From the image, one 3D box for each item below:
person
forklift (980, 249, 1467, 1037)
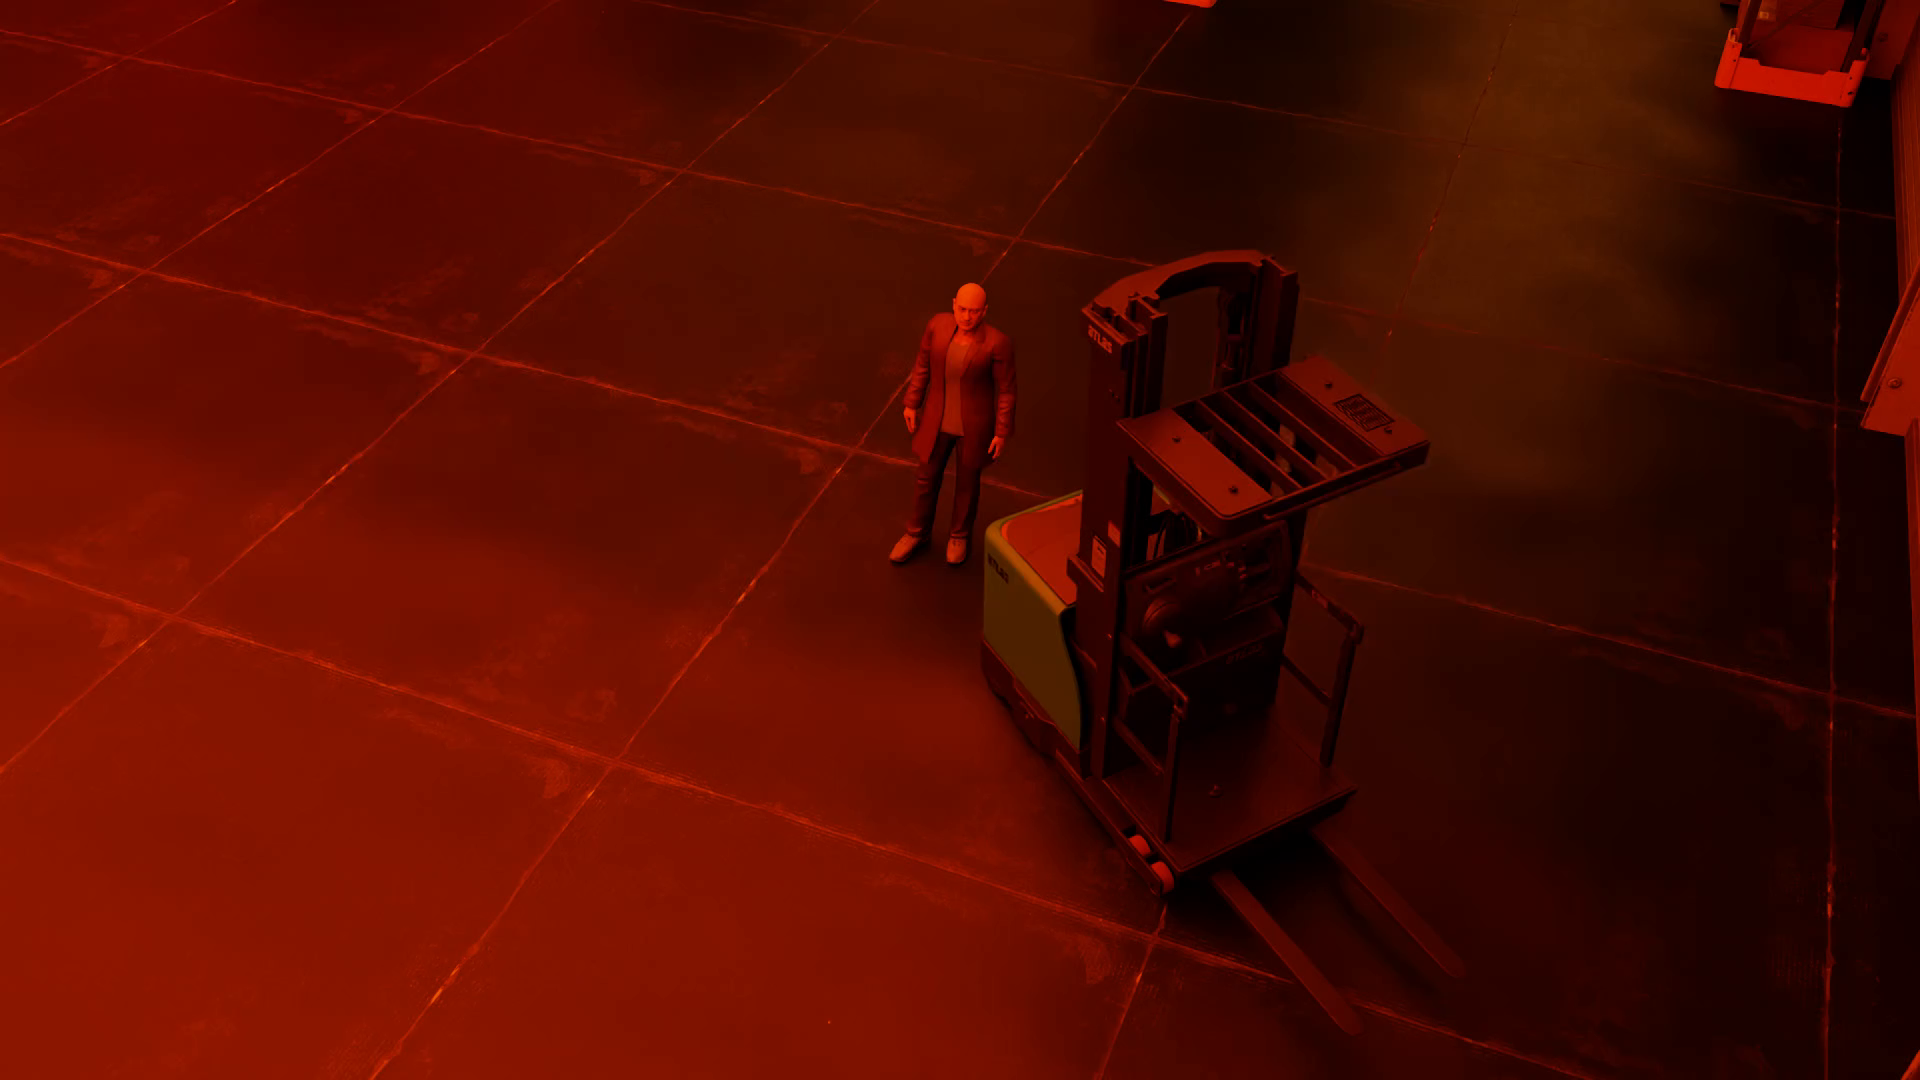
[{"bbox_3d":[-0.039,-0.633,9.651,0.696,1.777,0.579,15,42,17],"label":"person"},{"bbox_3d":[1.278,0.287,7.664,1.130,2.935,3.031,-20,44,-22],"label":"forklift"}]
